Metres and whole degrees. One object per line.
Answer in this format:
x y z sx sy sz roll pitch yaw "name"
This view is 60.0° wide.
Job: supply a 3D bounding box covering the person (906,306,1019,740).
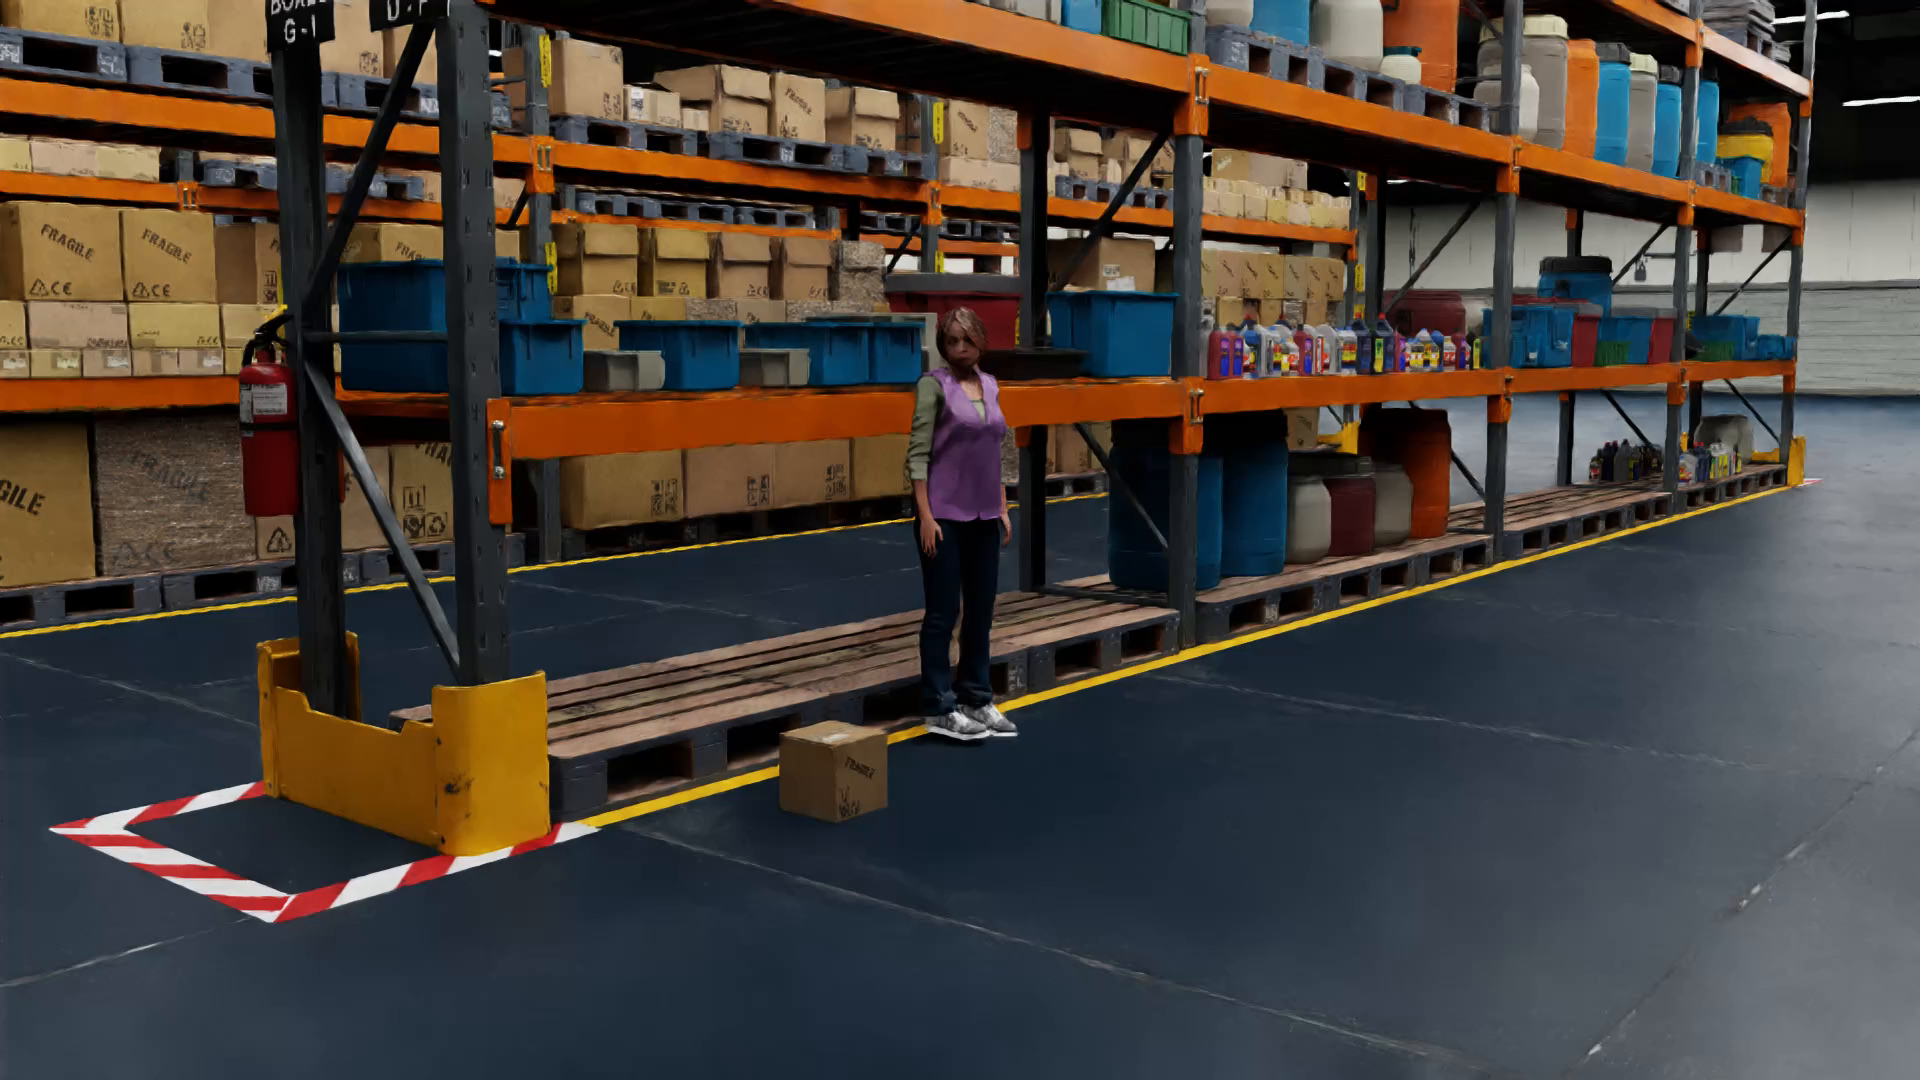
0.010 -0.054 6.237 0.460 1.632 0.363 -6 9 -39 "person"
